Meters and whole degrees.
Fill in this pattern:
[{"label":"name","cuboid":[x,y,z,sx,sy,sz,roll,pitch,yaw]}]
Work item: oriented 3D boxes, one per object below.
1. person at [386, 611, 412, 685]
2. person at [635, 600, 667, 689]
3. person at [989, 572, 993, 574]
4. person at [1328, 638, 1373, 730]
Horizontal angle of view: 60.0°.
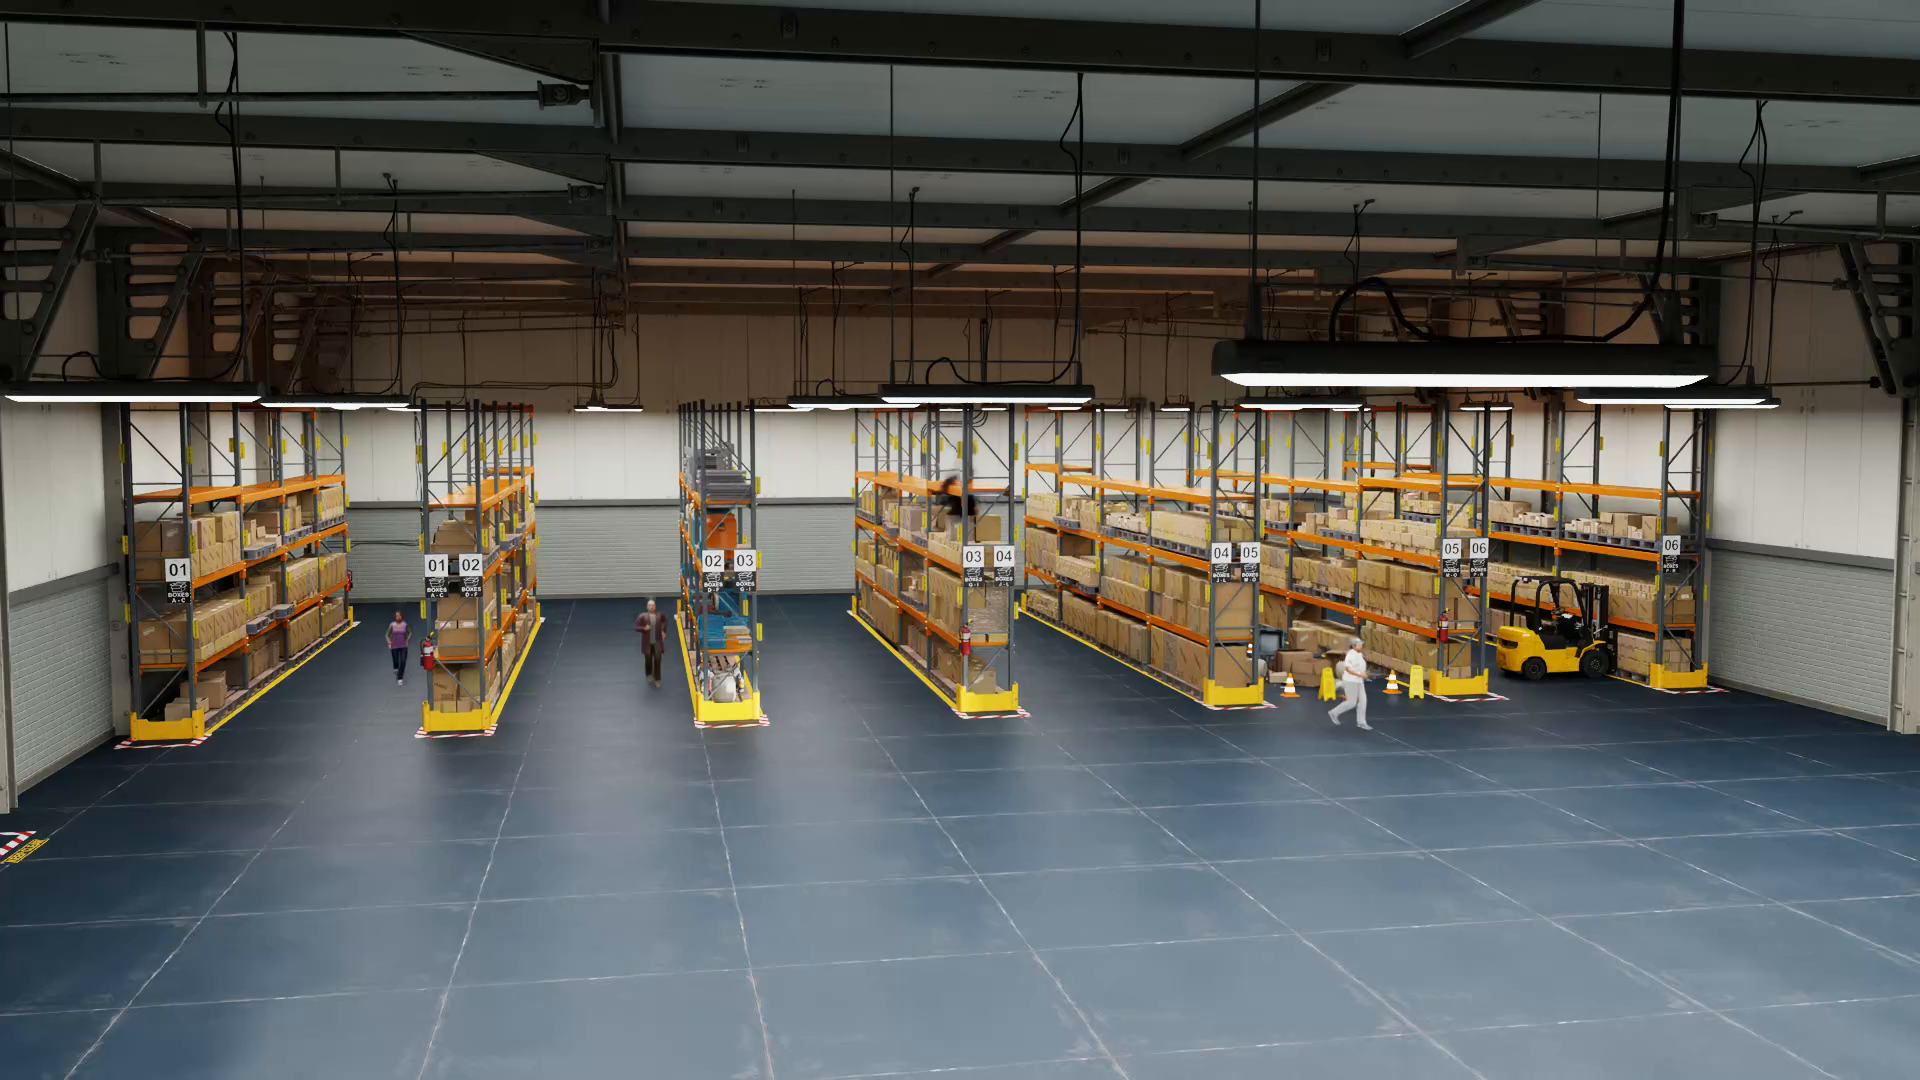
[{"label":"person","cuboid":[-11.925,2.286,35.359,0.537,1.558,0.549,-2,5,-23]},{"label":"person","cuboid":[-6.483,2.167,34.975,0.698,1.804,0.981,-1,4,-16]},{"label":"person","cuboid":[0.646,1.147,49.165,0.953,1.703,0.842,-2,5,-28]},{"label":"person","cuboid":[7.158,2.613,30.356,0.795,1.677,0.629,3,5,33]}]
